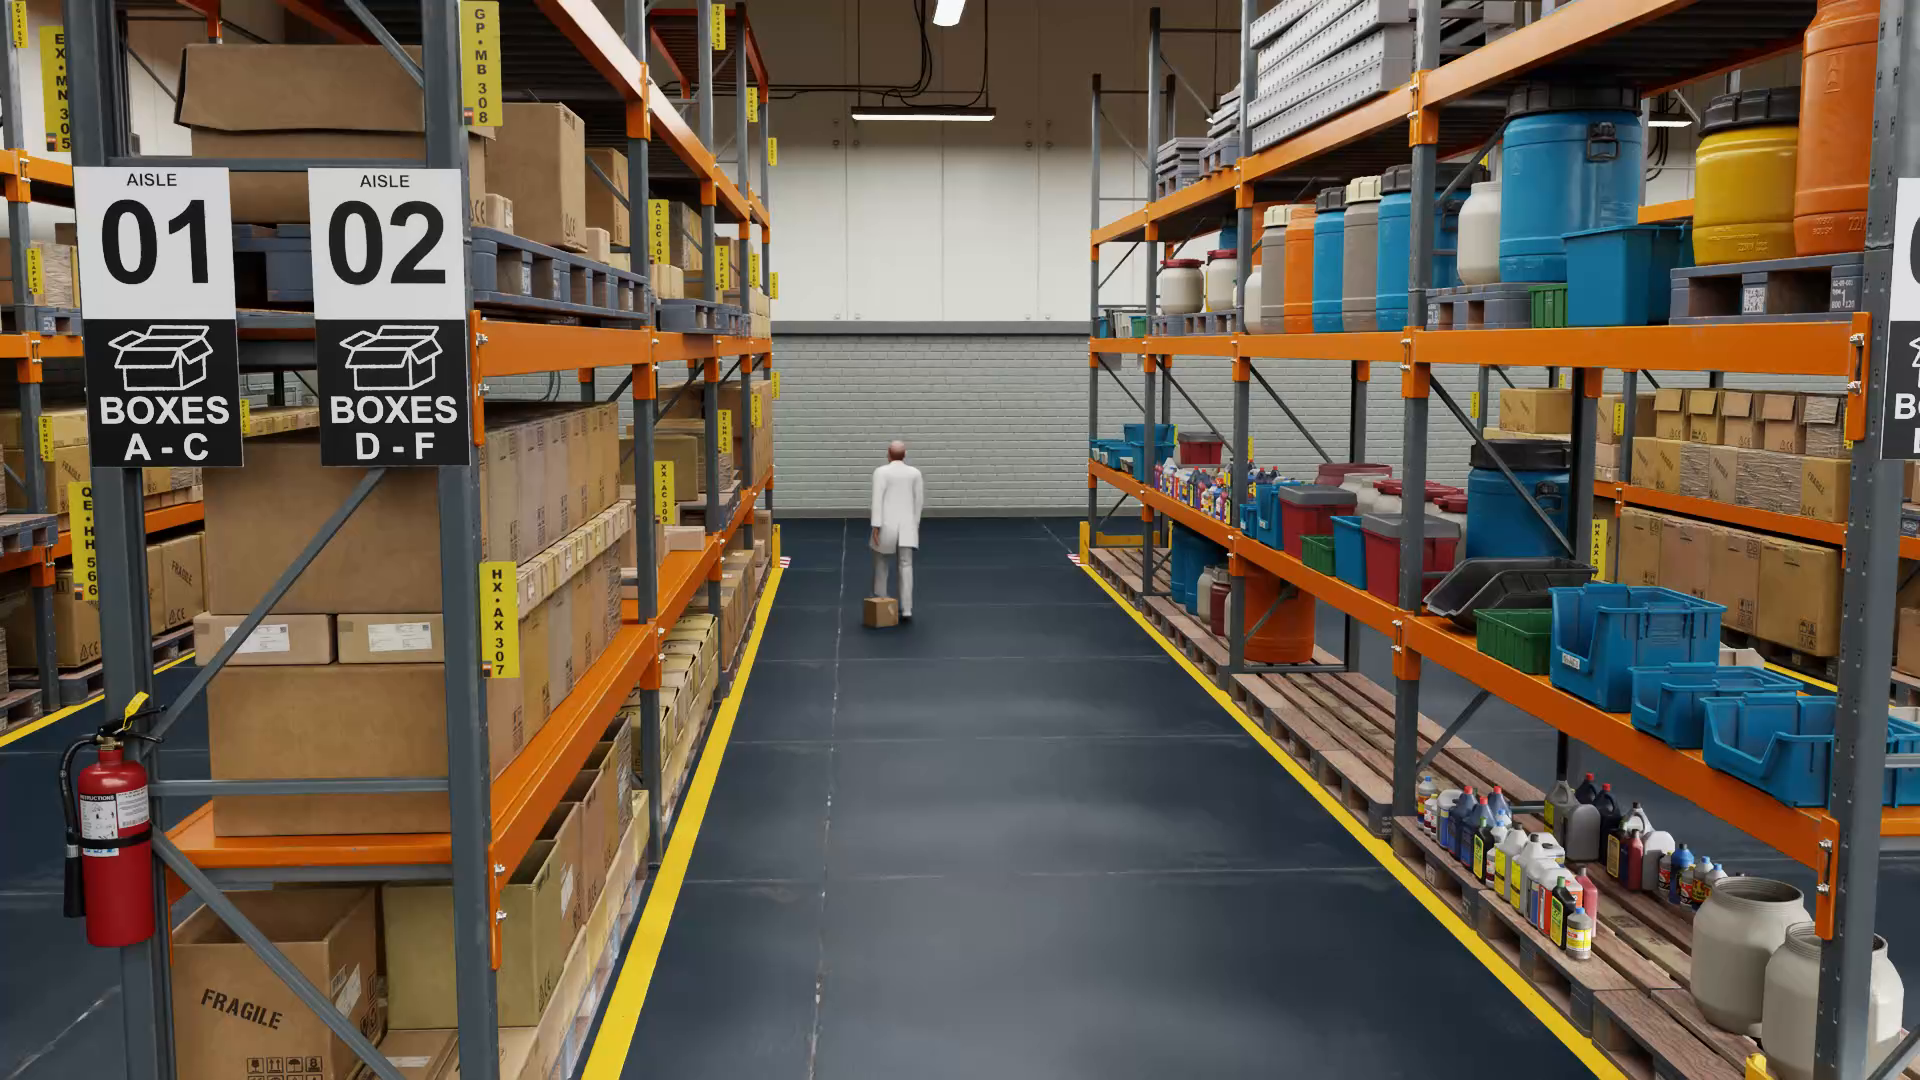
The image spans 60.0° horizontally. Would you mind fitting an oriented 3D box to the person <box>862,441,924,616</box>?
[{"bbox_3d":[-0.649,-0.123,16.807,0.590,1.760,0.915,-2,7,-16],"label":"person"}]
